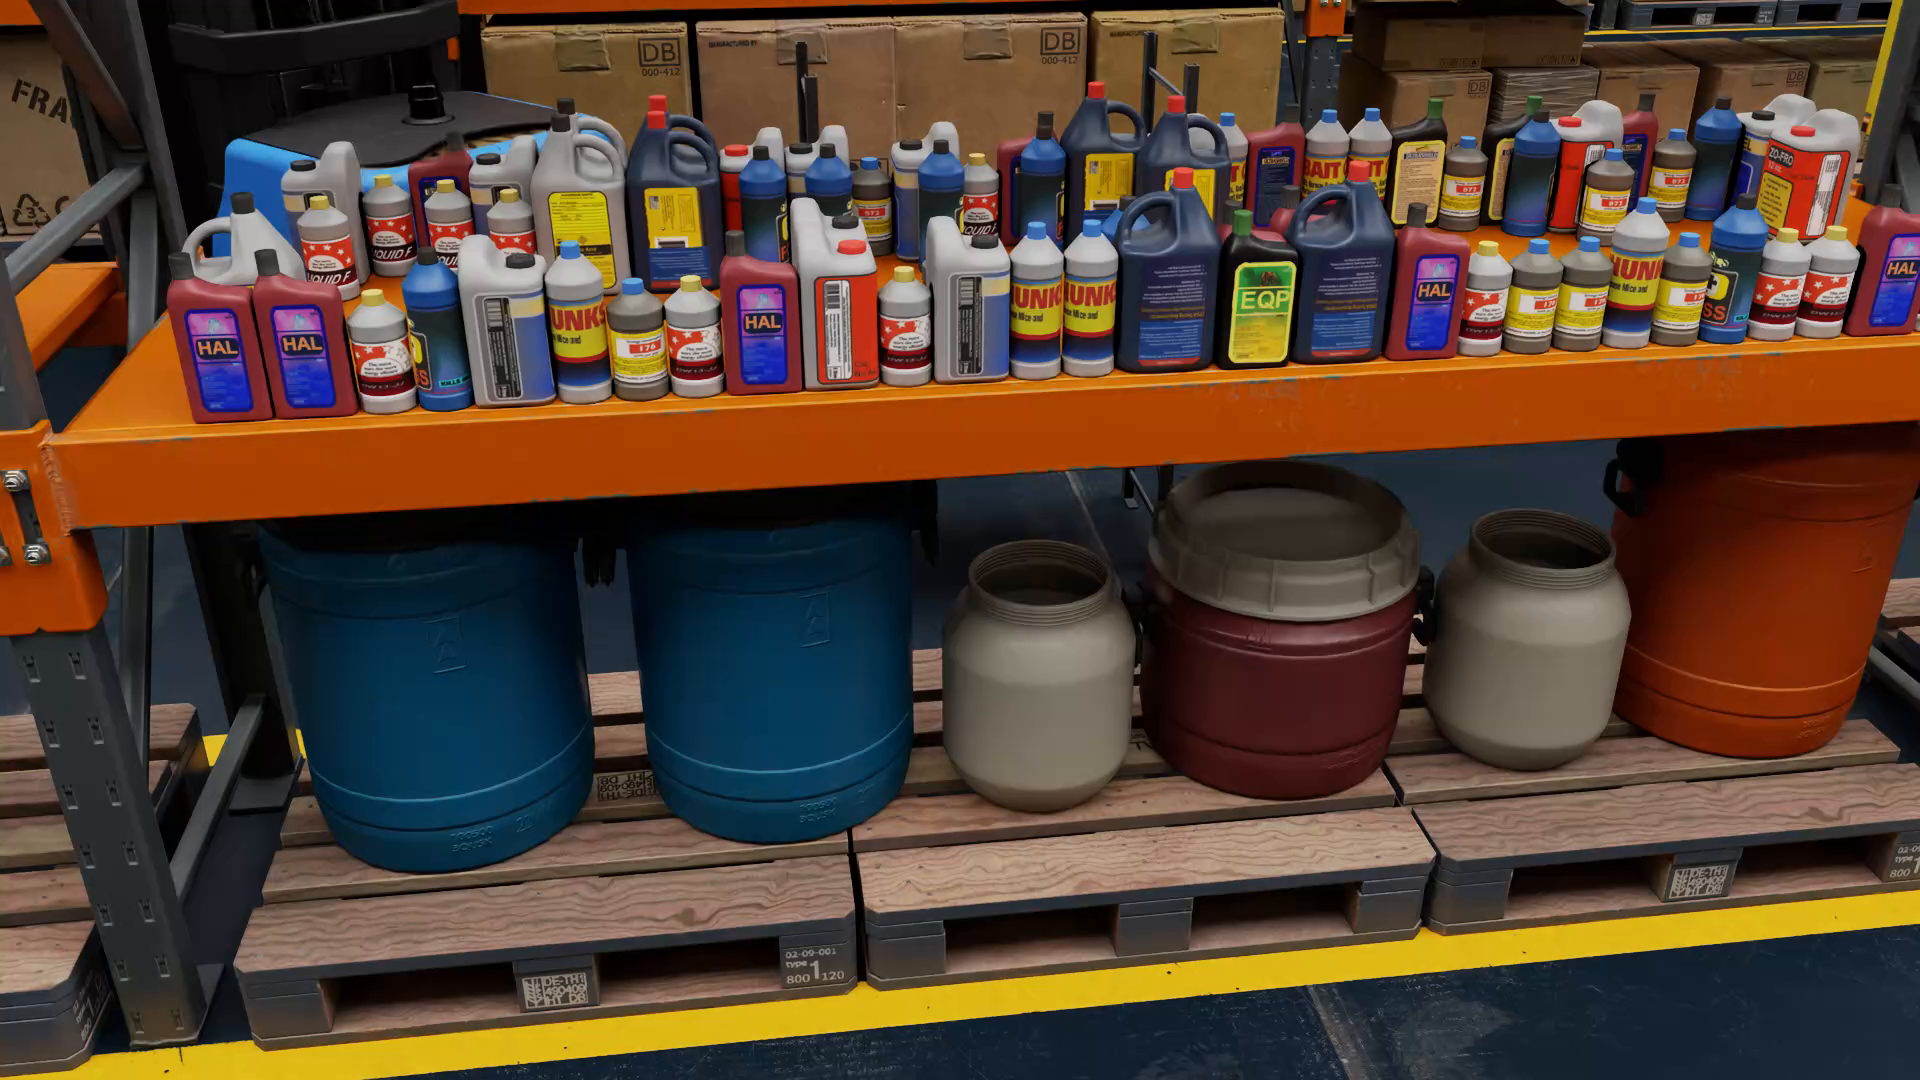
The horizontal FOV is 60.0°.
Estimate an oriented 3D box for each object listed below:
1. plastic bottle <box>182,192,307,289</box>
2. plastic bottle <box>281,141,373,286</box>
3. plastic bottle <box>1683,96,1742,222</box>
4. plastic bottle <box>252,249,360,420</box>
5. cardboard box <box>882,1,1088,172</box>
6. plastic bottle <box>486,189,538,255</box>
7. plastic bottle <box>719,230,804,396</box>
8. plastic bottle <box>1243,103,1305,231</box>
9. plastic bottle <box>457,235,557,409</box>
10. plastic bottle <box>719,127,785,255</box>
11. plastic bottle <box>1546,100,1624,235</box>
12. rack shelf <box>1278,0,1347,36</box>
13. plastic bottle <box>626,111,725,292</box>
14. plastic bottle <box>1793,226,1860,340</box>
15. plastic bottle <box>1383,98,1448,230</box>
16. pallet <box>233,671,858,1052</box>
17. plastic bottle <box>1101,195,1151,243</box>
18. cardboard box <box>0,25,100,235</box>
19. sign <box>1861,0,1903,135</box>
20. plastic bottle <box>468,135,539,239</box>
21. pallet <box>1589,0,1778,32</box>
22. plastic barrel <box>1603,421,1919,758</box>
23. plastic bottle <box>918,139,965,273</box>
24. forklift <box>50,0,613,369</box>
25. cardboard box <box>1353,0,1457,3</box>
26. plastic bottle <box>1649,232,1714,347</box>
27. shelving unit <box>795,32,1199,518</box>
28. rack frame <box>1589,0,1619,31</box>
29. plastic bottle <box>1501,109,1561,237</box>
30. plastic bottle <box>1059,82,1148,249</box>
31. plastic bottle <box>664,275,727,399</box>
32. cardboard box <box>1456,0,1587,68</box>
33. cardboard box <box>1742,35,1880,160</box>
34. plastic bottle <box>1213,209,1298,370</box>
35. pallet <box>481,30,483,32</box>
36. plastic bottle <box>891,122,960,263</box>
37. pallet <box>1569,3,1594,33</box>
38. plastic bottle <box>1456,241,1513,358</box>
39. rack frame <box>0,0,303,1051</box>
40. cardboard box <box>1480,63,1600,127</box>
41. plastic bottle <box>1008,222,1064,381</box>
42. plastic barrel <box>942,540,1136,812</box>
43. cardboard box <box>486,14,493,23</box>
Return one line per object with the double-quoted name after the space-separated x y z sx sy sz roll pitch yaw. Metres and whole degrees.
-1.210 -0.413 2.822 0.185 0.351 0.144 -4 27 -7 "plastic bottle"
-1.299 -0.672 3.410 0.135 0.276 0.152 -4 27 -7 "plastic bottle"
1.725 -0.877 3.814 0.097 0.271 0.097 0 27 0 "plastic bottle"
-1.089 -0.343 2.761 0.133 0.283 0.061 -4 27 -7 "plastic bottle"
0.057 -2.203 8.126 0.875 0.875 1.225 -4 27 -7 "cardboard box"
-0.901 -0.607 3.365 0.097 0.201 0.097 0 27 0 "plastic bottle"
-0.342 -0.391 2.854 0.133 0.283 0.061 -4 27 -7 "plastic bottle"
0.693 -0.824 3.698 0.133 0.283 0.061 -4 27 -7 "plastic bottle"
-0.770 -0.381 2.843 0.135 0.276 0.152 -4 27 -7 "plastic bottle"
-0.437 -0.727 3.518 0.135 0.276 0.152 -4 27 -7 "plastic bottle"
1.386 -0.844 3.746 0.135 0.276 0.152 -4 27 -7 "plastic bottle"
3.608 -2.857 8.320 4.000 0.370 1.077 -4 27 -7 "rack shelf"
-0.576 -0.687 3.357 0.185 0.351 0.144 -4 27 -7 "plastic bottle"
1.631 -0.490 3.136 0.097 0.201 0.097 0 27 0 "plastic bottle"
1.018 -0.845 3.739 0.133 0.283 0.061 -4 27 -7 "plastic bottle"
-0.874 0.654 3.743 1.213 0.211 1.003 -4 27 -7 "pallet"
0.306 -0.502 3.084 0.097 0.271 0.097 0 27 0 "plastic bottle"
-3.890 -1.974 7.678 0.875 0.875 0.875 -4 27 -7 "cardboard box"
2.234 -1.131 3.990 0.005 0.325 0.100 -4 27 -7 "sign"
-0.937 -0.695 3.455 0.135 0.276 0.152 -4 27 -7 "plastic bottle"
5.761 -4.325 13.448 1.213 0.211 1.003 -4 27 -7 "pallet"
1.835 0.007 3.868 0.708 0.830 0.600 -4 27 -7 "plastic barrel"
-0.039 -0.693 3.457 0.097 0.271 0.097 0 27 0 "plastic bottle"
-2.665 -2.038 6.010 3.031 2.935 1.130 19 33 33 "forklift"
3.439 -4.599 12.931 0.750 0.750 1.050 -4 27 -7 "cardboard box"
1.342 -0.471 3.100 0.097 0.201 0.097 0 27 0 "plastic bottle"
0.084 -0.673 4.918 1.048 1.500 0.538 -4 27 -7 "shelving unit"
4.997 -5.553 12.786 0.127 3.000 1.000 -4 27 -7 "rack frame"
1.275 -0.820 3.703 0.097 0.271 0.097 0 27 0 "plastic bottle"
0.312 -0.811 3.598 0.185 0.351 0.144 -4 27 -7 "plastic bottle"
-0.459 -0.356 2.875 0.097 0.201 0.097 0 27 0 "plastic bottle"
2.810 -2.561 8.391 0.500 0.250 0.500 -1 27 -1 "cardboard box"
4.502 -2.336 8.774 0.500 0.500 0.700 -4 27 -7 "cardboard box"
0.529 -0.447 2.963 0.133 0.283 0.061 -4 27 -7 "plastic bottle"
-3.585 -3.744 12.316 1.213 0.211 1.003 -4 27 -7 "pallet"
-0.074 -0.751 3.563 0.135 0.276 0.152 -4 27 -7 "plastic bottle"
4.244 -4.229 13.260 1.213 0.211 1.003 -4 27 -7 "pallet"
0.956 -0.446 3.052 0.097 0.201 0.097 0 27 0 "plastic bottle"
-1.644 -0.556 3.048 0.127 3.000 1.000 -4 27 -7 "rack frame"
2.835 -2.226 8.558 0.500 0.500 0.700 -6 28 -11 "cardboard box"
0.133 -0.425 2.933 0.097 0.271 0.097 0 27 0 "plastic bottle"
0.170 0.297 3.651 0.421 0.512 0.421 0 27 0 "plastic barrel"
-3.266 -3.783 12.000 0.250 0.149 0.380 -3 27 -6 "cardboard box"
